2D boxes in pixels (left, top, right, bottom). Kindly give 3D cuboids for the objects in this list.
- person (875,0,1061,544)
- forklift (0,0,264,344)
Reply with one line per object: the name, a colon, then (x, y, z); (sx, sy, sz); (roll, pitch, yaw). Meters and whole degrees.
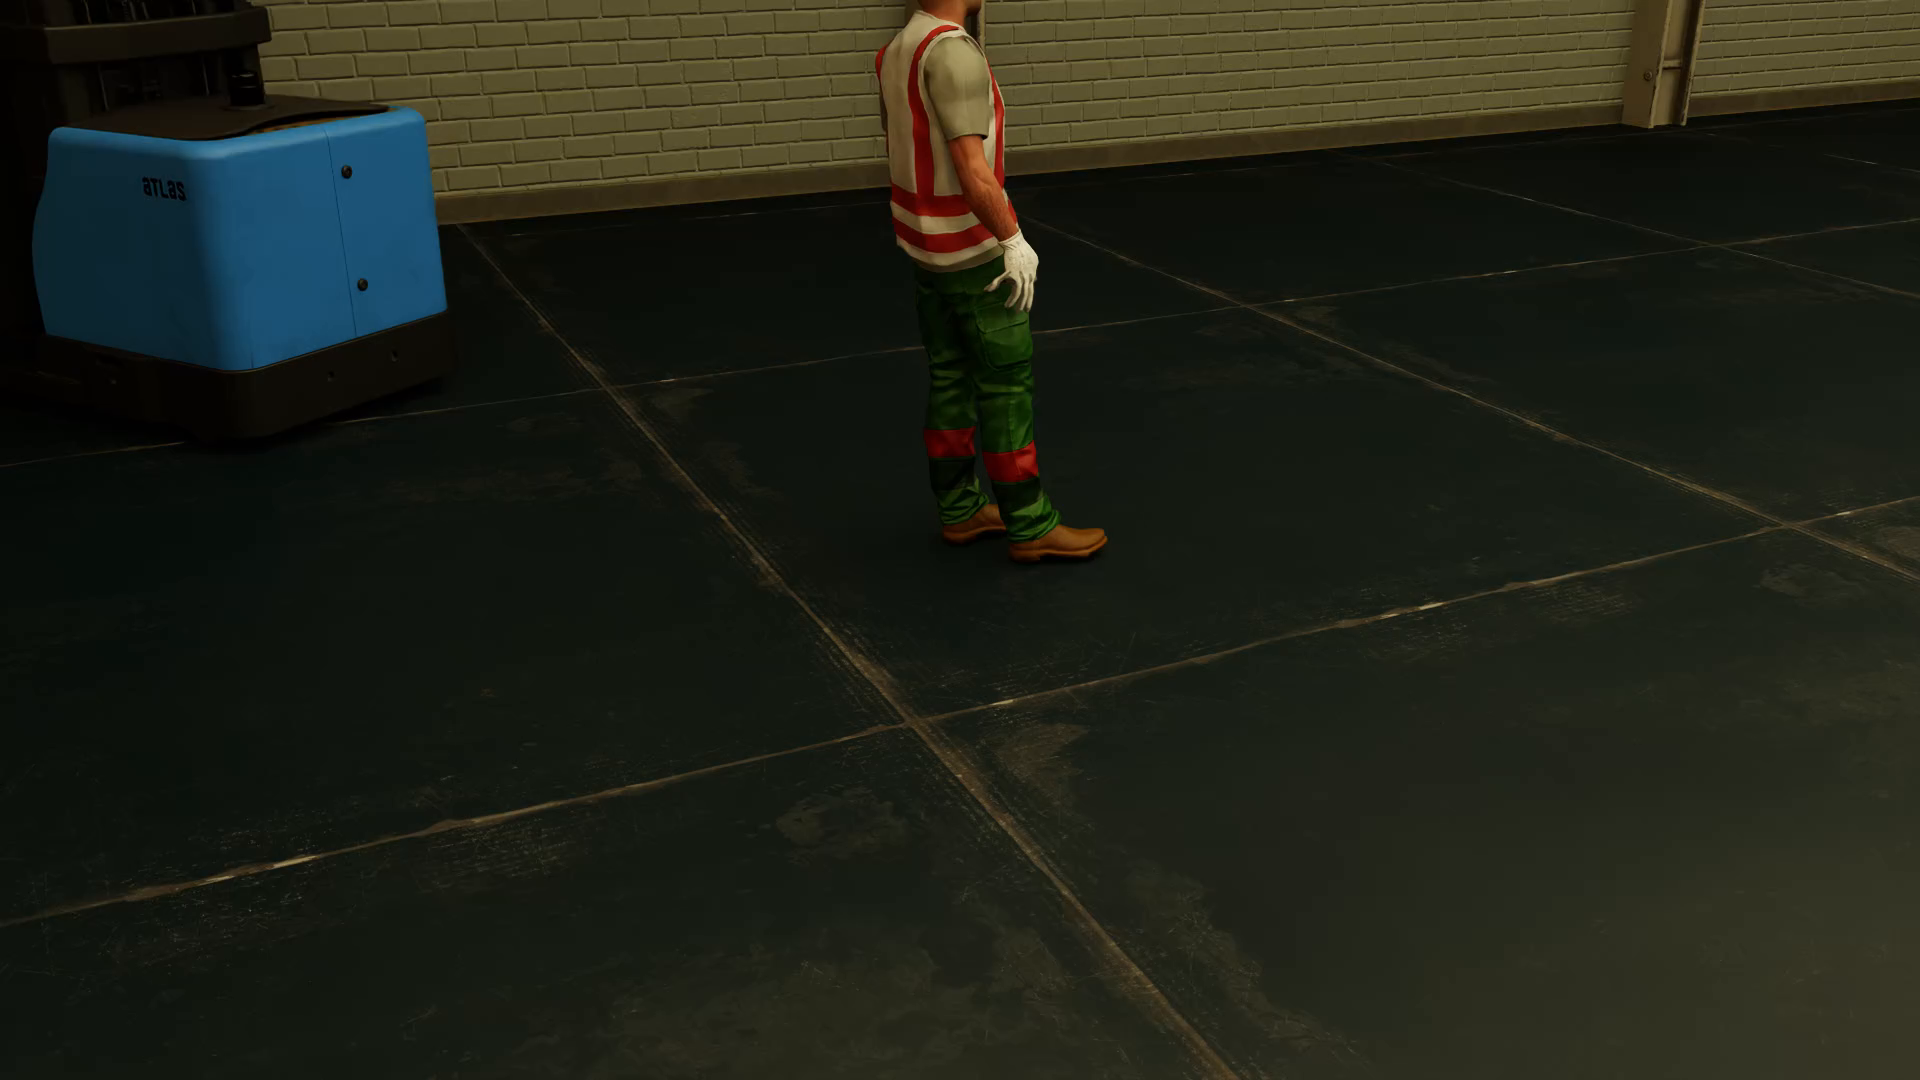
person: (0.014, -0.832, 4.754); (0.424, 1.687, 0.638); (-10, 25, -23)
forklift: (-3.511, -2.082, 6.298); (3.031, 2.935, 1.121); (12, 25, 27)
